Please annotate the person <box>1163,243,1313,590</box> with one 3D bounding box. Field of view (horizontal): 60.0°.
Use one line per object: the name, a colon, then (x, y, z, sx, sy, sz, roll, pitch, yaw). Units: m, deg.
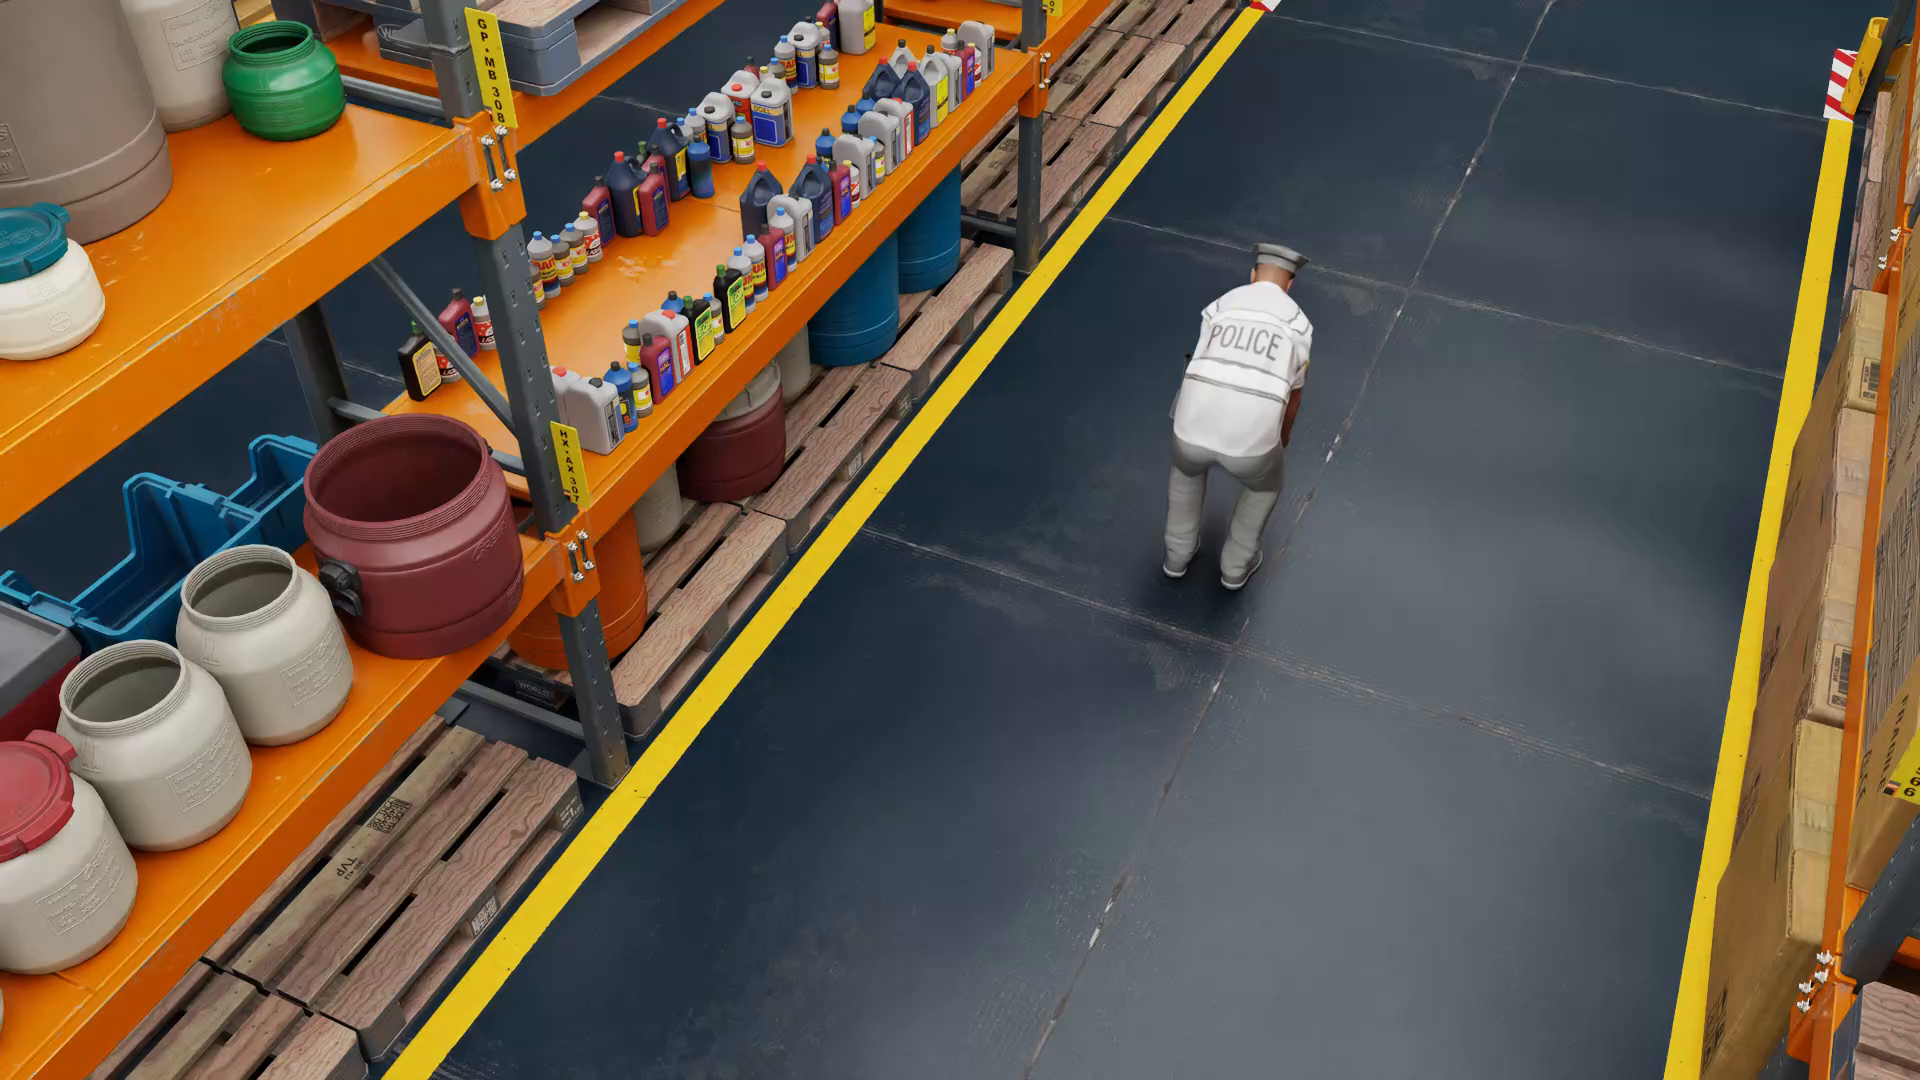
person: (1.187, -0.508, 7.036, 0.487, 1.342, 0.987, 16, 44, 17)
